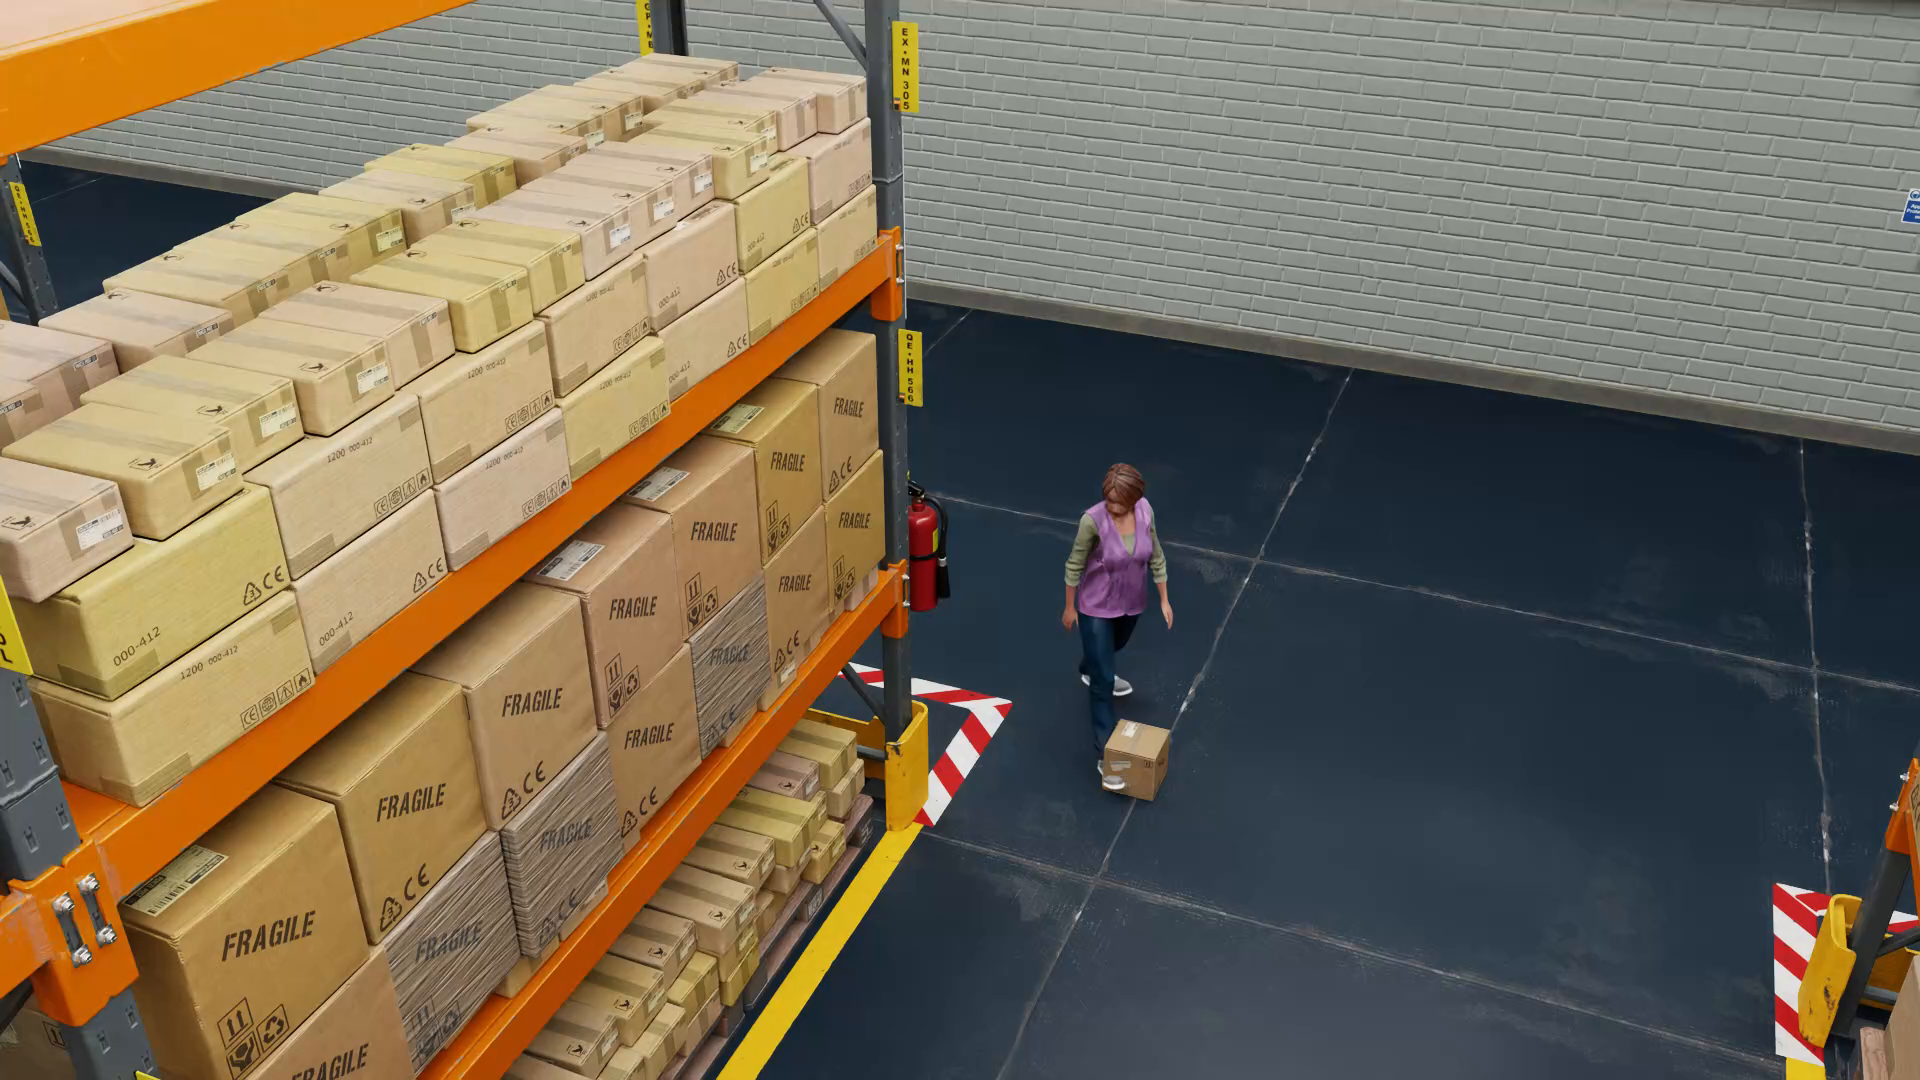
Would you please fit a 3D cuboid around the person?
[{"bbox_3d":[0.755,0.295,7.884,0.551,1.554,0.846,-16,34,-25],"label":"person"}]
